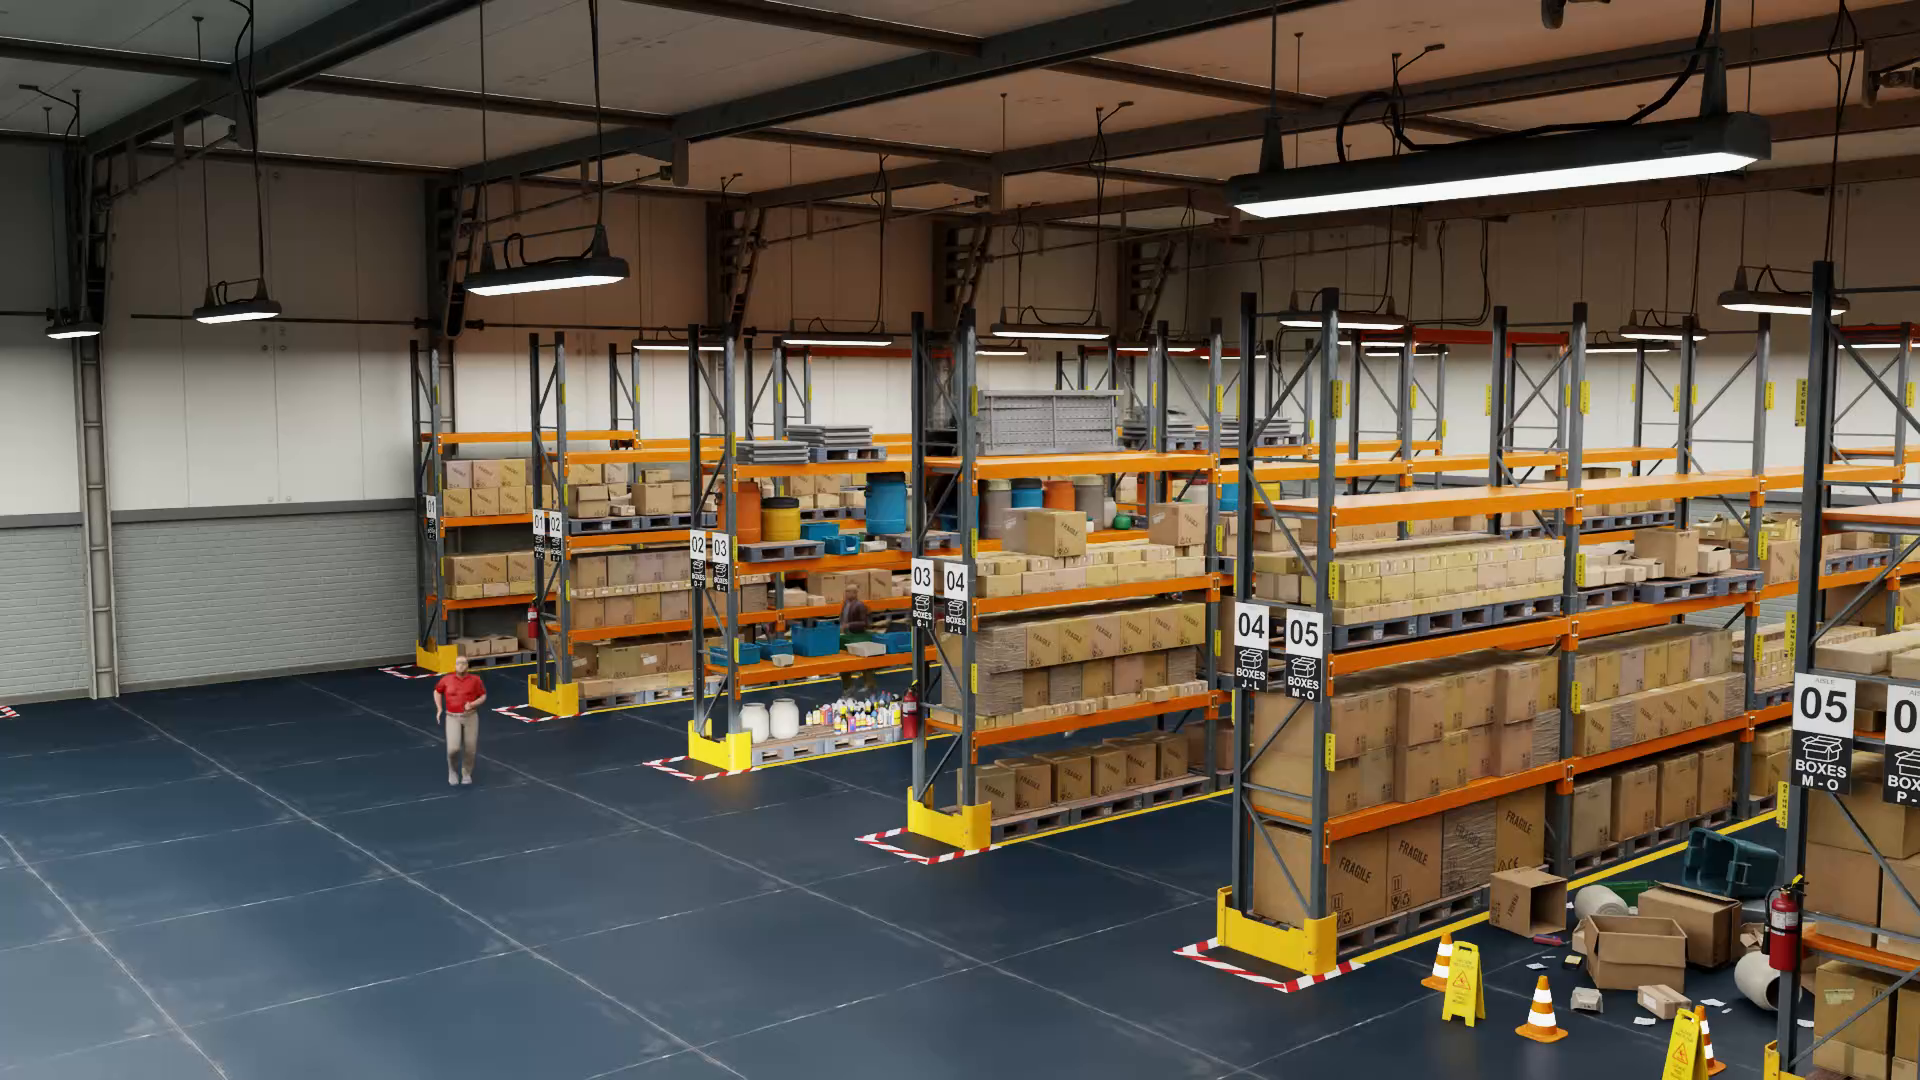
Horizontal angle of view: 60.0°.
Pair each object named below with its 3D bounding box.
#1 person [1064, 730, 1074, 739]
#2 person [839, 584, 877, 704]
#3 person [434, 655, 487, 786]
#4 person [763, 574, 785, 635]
[{"bbox_3d":[1.519,1.859,23.202,0.836,1.828,0.696,-5,7,-44],"label":"person"},{"bbox_3d":[-1.654,1.621,26.053,0.613,1.877,0.885,4,7,38],"label":"person"},{"bbox_3d":[-6.416,2.334,21.394,0.647,1.698,0.659,-2,6,-18],"label":"person"},{"bbox_3d":[-3.436,1.436,31.300,0.914,1.645,0.586,-5,7,-40],"label":"person"}]
